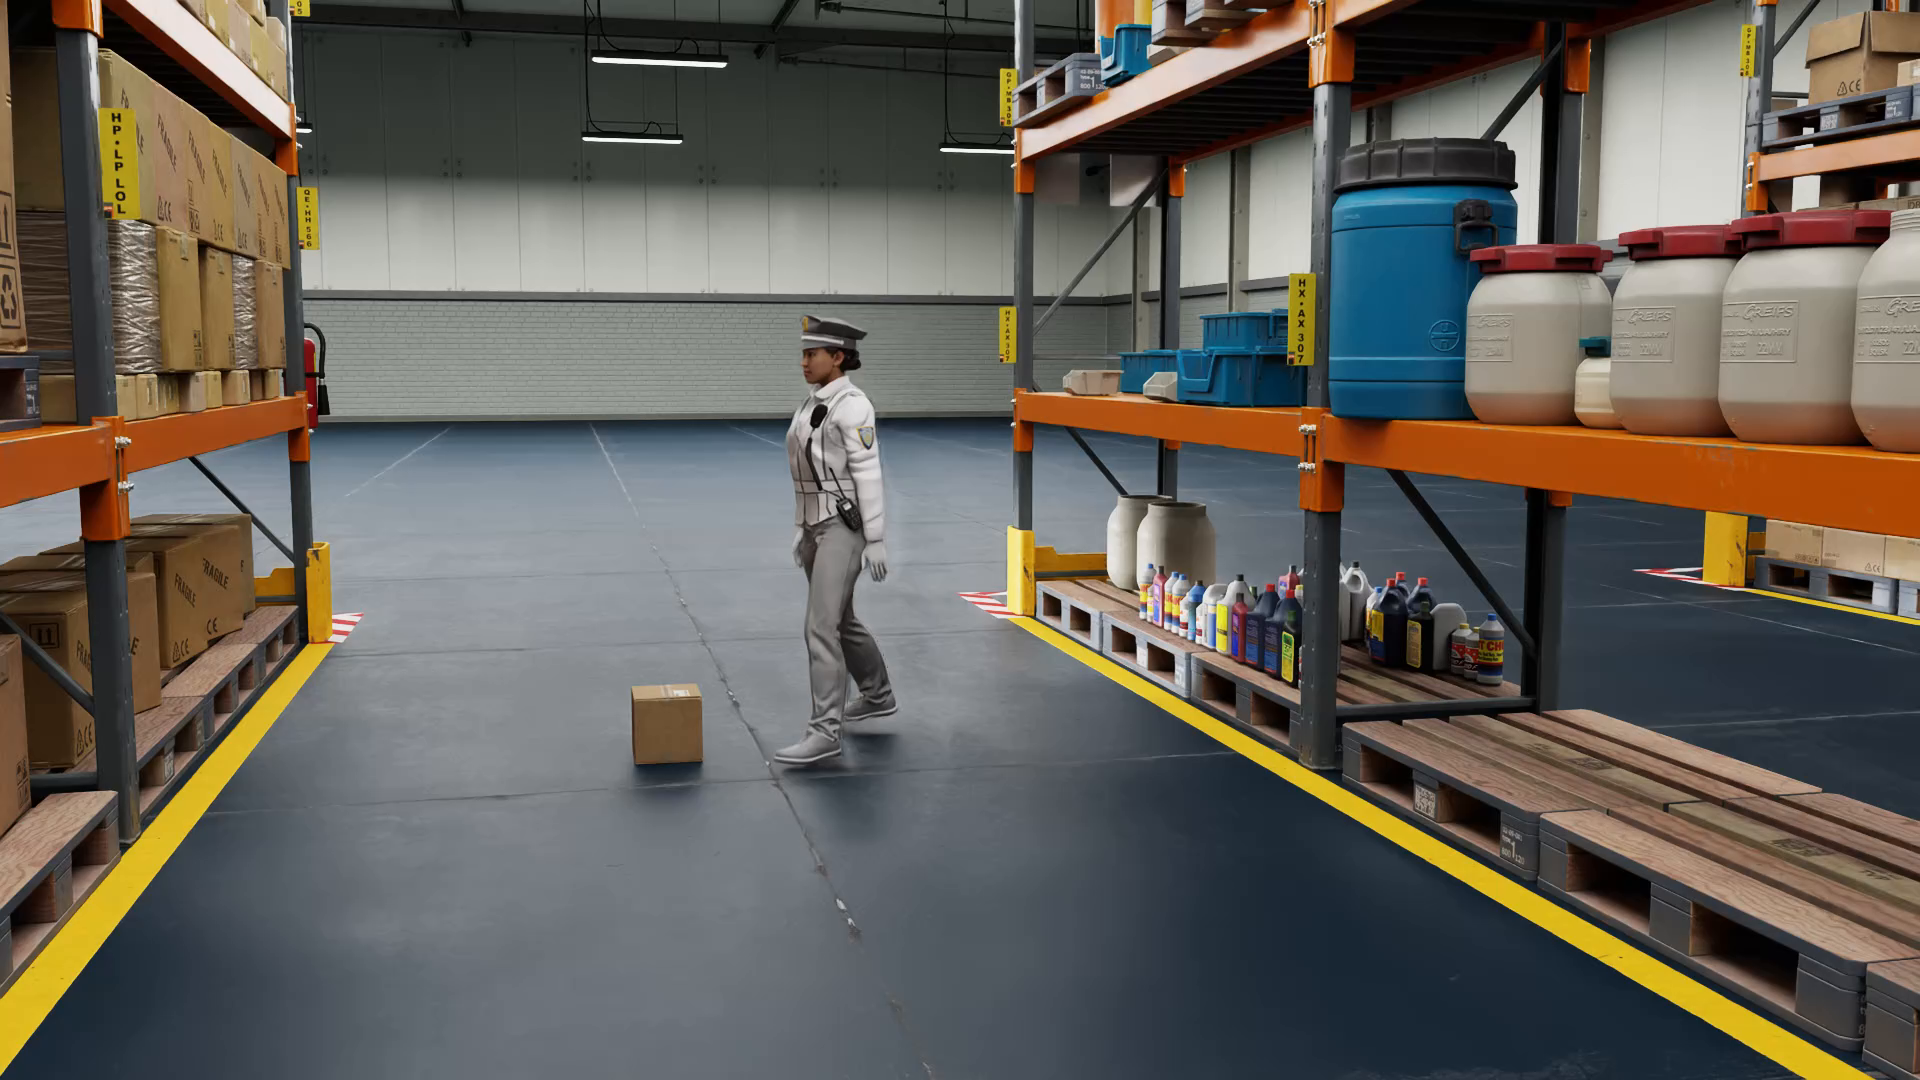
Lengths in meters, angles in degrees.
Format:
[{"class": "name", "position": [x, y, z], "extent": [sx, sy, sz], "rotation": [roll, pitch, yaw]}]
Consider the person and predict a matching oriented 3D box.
[{"class": "person", "position": [-0.487, -0.035, 6.398], "extent": [0.715, 1.651, 0.635], "rotation": [-3, 7, -28]}]
